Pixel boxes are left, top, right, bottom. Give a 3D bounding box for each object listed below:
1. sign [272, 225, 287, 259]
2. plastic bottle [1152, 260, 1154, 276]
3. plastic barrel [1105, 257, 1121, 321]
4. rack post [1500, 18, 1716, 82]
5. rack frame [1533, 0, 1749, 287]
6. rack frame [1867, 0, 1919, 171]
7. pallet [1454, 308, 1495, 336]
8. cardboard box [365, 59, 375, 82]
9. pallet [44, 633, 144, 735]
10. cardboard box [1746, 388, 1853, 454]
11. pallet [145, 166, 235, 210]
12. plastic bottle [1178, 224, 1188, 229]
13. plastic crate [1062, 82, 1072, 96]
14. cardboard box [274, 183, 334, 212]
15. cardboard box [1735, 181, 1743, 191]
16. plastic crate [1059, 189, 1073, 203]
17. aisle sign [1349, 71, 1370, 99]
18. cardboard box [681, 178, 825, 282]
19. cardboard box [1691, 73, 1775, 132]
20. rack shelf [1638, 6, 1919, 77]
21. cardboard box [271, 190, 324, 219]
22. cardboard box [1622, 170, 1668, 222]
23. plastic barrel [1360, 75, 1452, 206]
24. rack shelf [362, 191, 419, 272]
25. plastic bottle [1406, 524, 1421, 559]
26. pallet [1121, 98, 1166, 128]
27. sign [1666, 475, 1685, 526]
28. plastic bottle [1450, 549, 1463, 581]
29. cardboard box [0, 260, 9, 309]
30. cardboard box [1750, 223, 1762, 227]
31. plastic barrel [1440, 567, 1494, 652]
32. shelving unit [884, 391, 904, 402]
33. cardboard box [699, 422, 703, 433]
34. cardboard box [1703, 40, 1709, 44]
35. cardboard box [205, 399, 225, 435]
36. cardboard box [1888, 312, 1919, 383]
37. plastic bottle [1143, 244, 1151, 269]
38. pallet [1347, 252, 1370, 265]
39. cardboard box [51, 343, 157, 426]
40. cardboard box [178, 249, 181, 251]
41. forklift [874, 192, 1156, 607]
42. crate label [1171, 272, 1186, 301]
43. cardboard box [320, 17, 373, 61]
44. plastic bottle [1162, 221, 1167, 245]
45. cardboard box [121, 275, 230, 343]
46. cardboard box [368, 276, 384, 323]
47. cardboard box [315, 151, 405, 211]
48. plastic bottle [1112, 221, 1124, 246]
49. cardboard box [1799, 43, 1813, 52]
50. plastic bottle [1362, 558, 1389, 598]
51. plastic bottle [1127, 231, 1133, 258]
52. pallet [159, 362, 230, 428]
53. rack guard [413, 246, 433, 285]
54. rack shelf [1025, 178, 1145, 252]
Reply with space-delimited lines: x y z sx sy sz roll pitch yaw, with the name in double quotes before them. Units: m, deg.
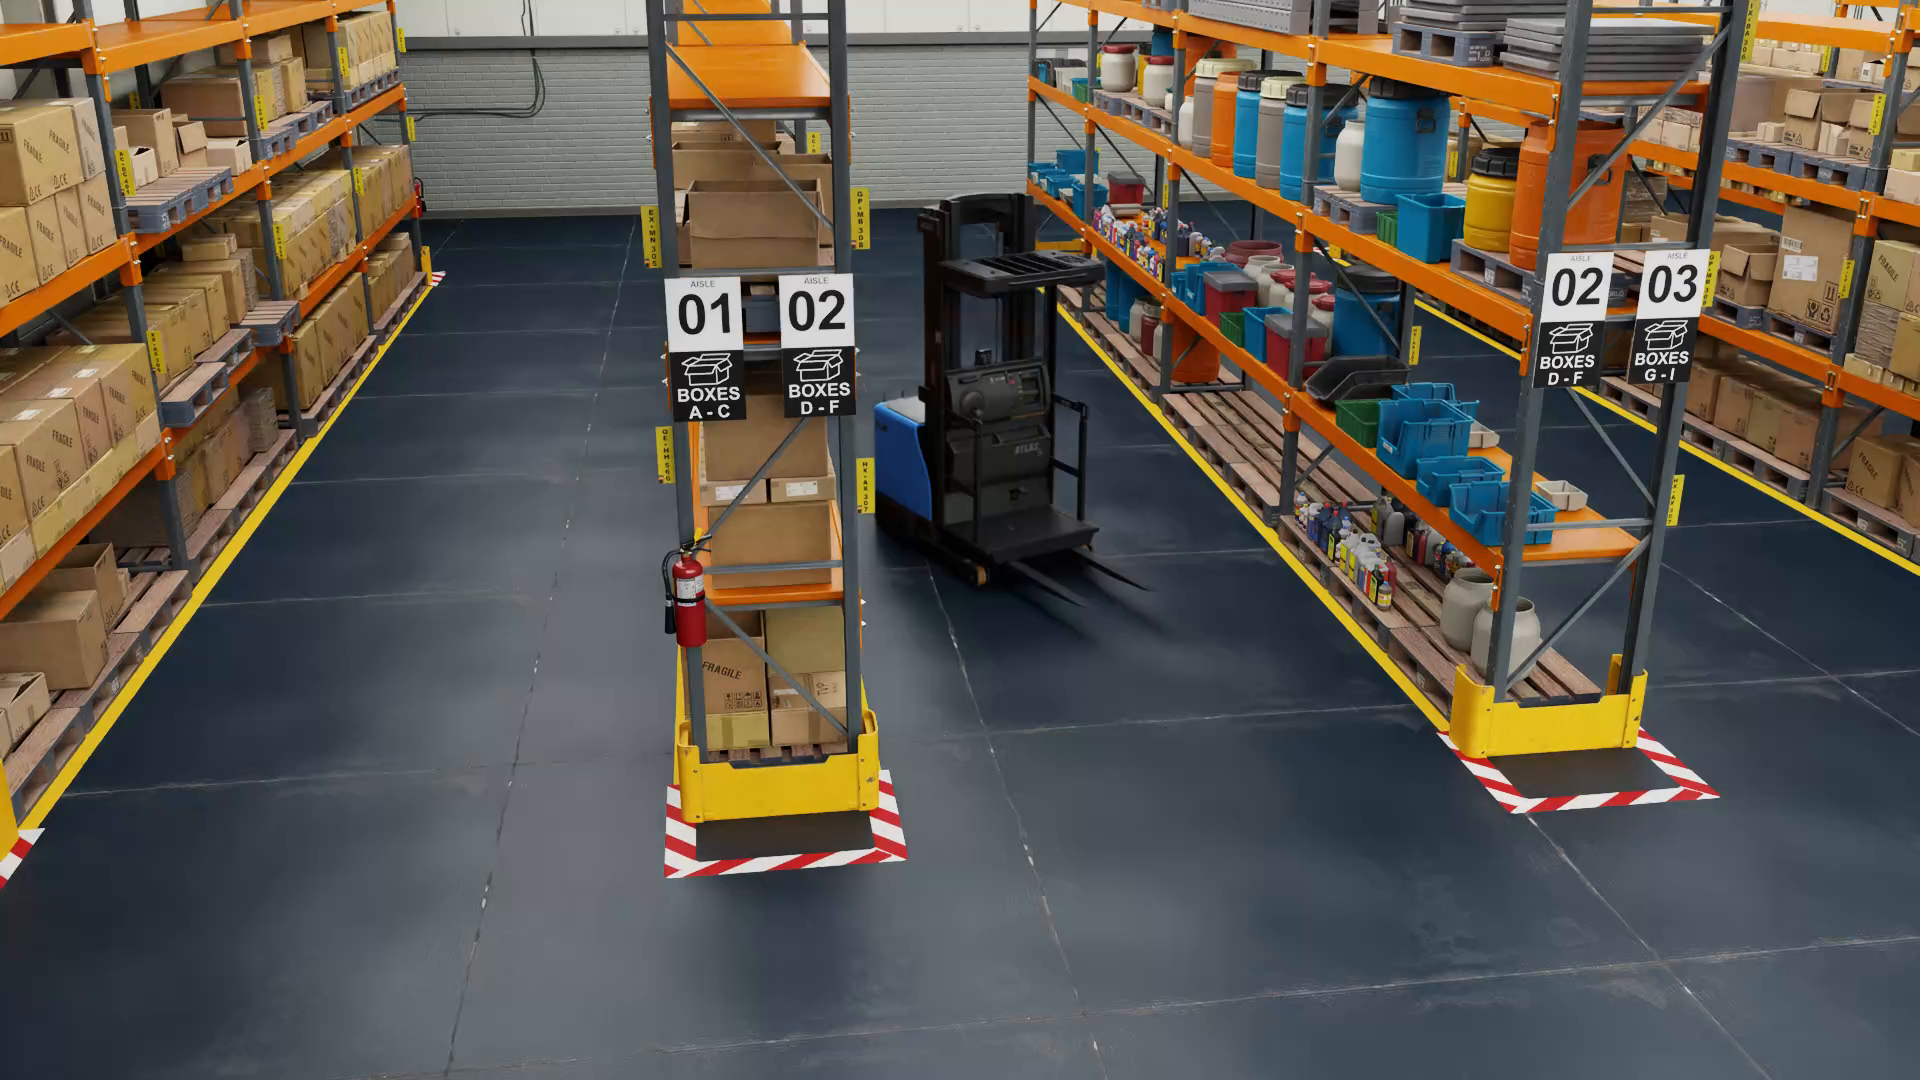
"sign" -6.601 -2.892 16.131 0.100 0.325 0.005 -3 21 -8
"plastic bottle" 2.154 -3.002 18.251 0.097 0.201 0.097 0 20 0
"plastic barrel" 2.152 -3.265 21.071 0.600 0.901 0.708 -3 21 -8
"rack post" 3.837 -2.930 9.915 0.937 0.300 0.954 -1 20 -2
"rack frame" 3.820 -2.896 9.110 1.000 3.000 0.127 -3 21 -8
"rack frame" 8.144 -4.531 13.487 1.000 3.000 0.127 -3 21 -8
"pallet" 7.177 -2.921 21.735 1.003 0.211 1.213 -3 21 -8
"cardboard box" -7.693 -5.927 20.981 0.500 0.250 0.500 -3 21 -9
"pallet" -6.249 0.989 11.266 1.003 0.211 1.213 -3 21 -8
"cardboard box" 8.027 -1.136 15.913 0.700 0.500 0.500 -3 21 -8
"pallet" -6.697 -2.867 13.585 1.213 0.211 1.003 -3 21 -8
"plastic bottle" 2.645 -3.635 19.838 0.152 0.276 0.135 -3 21 -8
"plastic crate" 1.530 -5.944 21.932 0.293 0.136 0.466 -3 21 -8
"cardboard box" -7.255 -3.785 18.395 0.500 0.250 0.500 -3 21 -7
"cardboard box" 11.451 -5.128 24.019 0.380 0.149 0.250 -3 21 -9
"plastic crate" 1.541 -4.733 22.893 0.293 0.136 0.466 -3 21 -8
"aisle sign" 6.107 -7.103 25.232 0.394 0.787 0.004 -3 21 -8
"cardboard box" -1.161 -1.753 9.386 0.797 0.503 0.637 -1 21 -4
"cardboard box" 7.530 -4.267 16.208 0.500 0.500 0.500 -4 21 -9
"rack shelf" 7.856 -4.699 15.536 1.077 0.370 4.000 -3 21 -8
"cardboard box" -7.181 -3.609 17.923 0.500 0.250 0.500 -3 21 -9
"cardboard box" 7.478 -3.876 18.731 0.797 0.503 0.637 -2 21 -6
"plastic barrel" 3.281 -2.958 12.244 0.600 0.901 0.708 -3 21 -8
"rack shelf" -8.002 -4.097 21.926 1.077 0.370 4.000 -3 21 -8
"plastic bottle" 3.598 -0.004 13.193 0.061 0.283 0.133 -3 21 -8
"pallet" 2.466 -4.899 19.027 1.003 0.211 1.213 -3 21 -8
"sign" 4.365 -0.242 10.181 0.100 0.325 0.005 -3 21 -8
"plastic bottle" 3.803 0.189 12.693 0.097 0.271 0.097 0 20 0
"cardboard box" -5.905 -1.543 9.603 0.500 0.500 0.500 -2 21 -5
"cardboard box" 11.875 -4.704 25.147 0.380 0.149 0.250 -2 21 -6
"plastic barrel" 3.577 0.485 11.586 0.421 0.512 0.421 0 20 0
"shelving unit" -0.525 -0.779 14.802 0.215 1.050 0.252 -12 23 -29
"cardboard box" -1.474 -0.668 10.648 0.380 0.149 0.250 -2 21 -6
"cardboard box" 11.220 -7.314 24.725 0.500 0.250 0.500 -3 21 -8
"cardboard box" -6.882 -1.118 14.793 0.500 0.250 0.500 -3 21 -8
"cardboard box" 8.185 -1.573 13.573 0.875 0.500 0.500 -3 21 -8
"plastic bottle" 2.098 -3.170 18.600 0.097 0.271 0.097 0 20 0
"pallet" 6.607 -4.296 25.418 1.003 0.211 1.213 -3 21 -8
"cardboard box" -6.186 -1.114 12.025 0.500 0.500 0.500 -3 21 -8
"cardboard box" -7.466 -2.702 16.567 0.500 0.500 0.500 -3 21 -7
"forklift" 0.426 -1.189 13.210 1.130 2.935 3.031 -12 23 -29
"crate label" 2.356 -2.613 17.164 0.303 0.233 0.416 -3 21 -8
"cardboard box" -7.696 -6.280 20.856 0.500 0.500 0.500 -3 21 -7
"plastic bottle" 2.491 -3.700 20.019 0.097 0.271 0.097 0 20 0
"cardboard box" -6.858 -2.017 14.557 0.700 0.500 0.500 -3 21 -8
"cardboard box" -7.720 -3.031 21.017 0.700 0.500 0.500 -3 21 -7
"cardboard box" -8.091 -4.839 22.457 0.980 0.700 0.700 -3 21 -8
"plastic bottle" 1.913 -3.683 19.966 0.152 0.276 0.135 -3 21 -8
"cardboard box" 11.550 -6.647 22.370 0.380 0.149 0.250 -2 21 -6
"plastic bottle" 3.112 0.281 12.440 0.152 0.276 0.135 -3 21 -7
"plastic bottle" 1.975 -3.426 19.268 0.061 0.283 0.133 -3 21 -8
"pallet" -6.527 -1.153 13.291 1.003 0.211 1.213 -3 21 -8
"rack guard" -8.294 -3.963 24.113 1.175 0.500 0.348 -3 21 -8
"rack shelf" 1.802 -4.596 23.263 1.077 0.370 4.000 -3 21 -8
